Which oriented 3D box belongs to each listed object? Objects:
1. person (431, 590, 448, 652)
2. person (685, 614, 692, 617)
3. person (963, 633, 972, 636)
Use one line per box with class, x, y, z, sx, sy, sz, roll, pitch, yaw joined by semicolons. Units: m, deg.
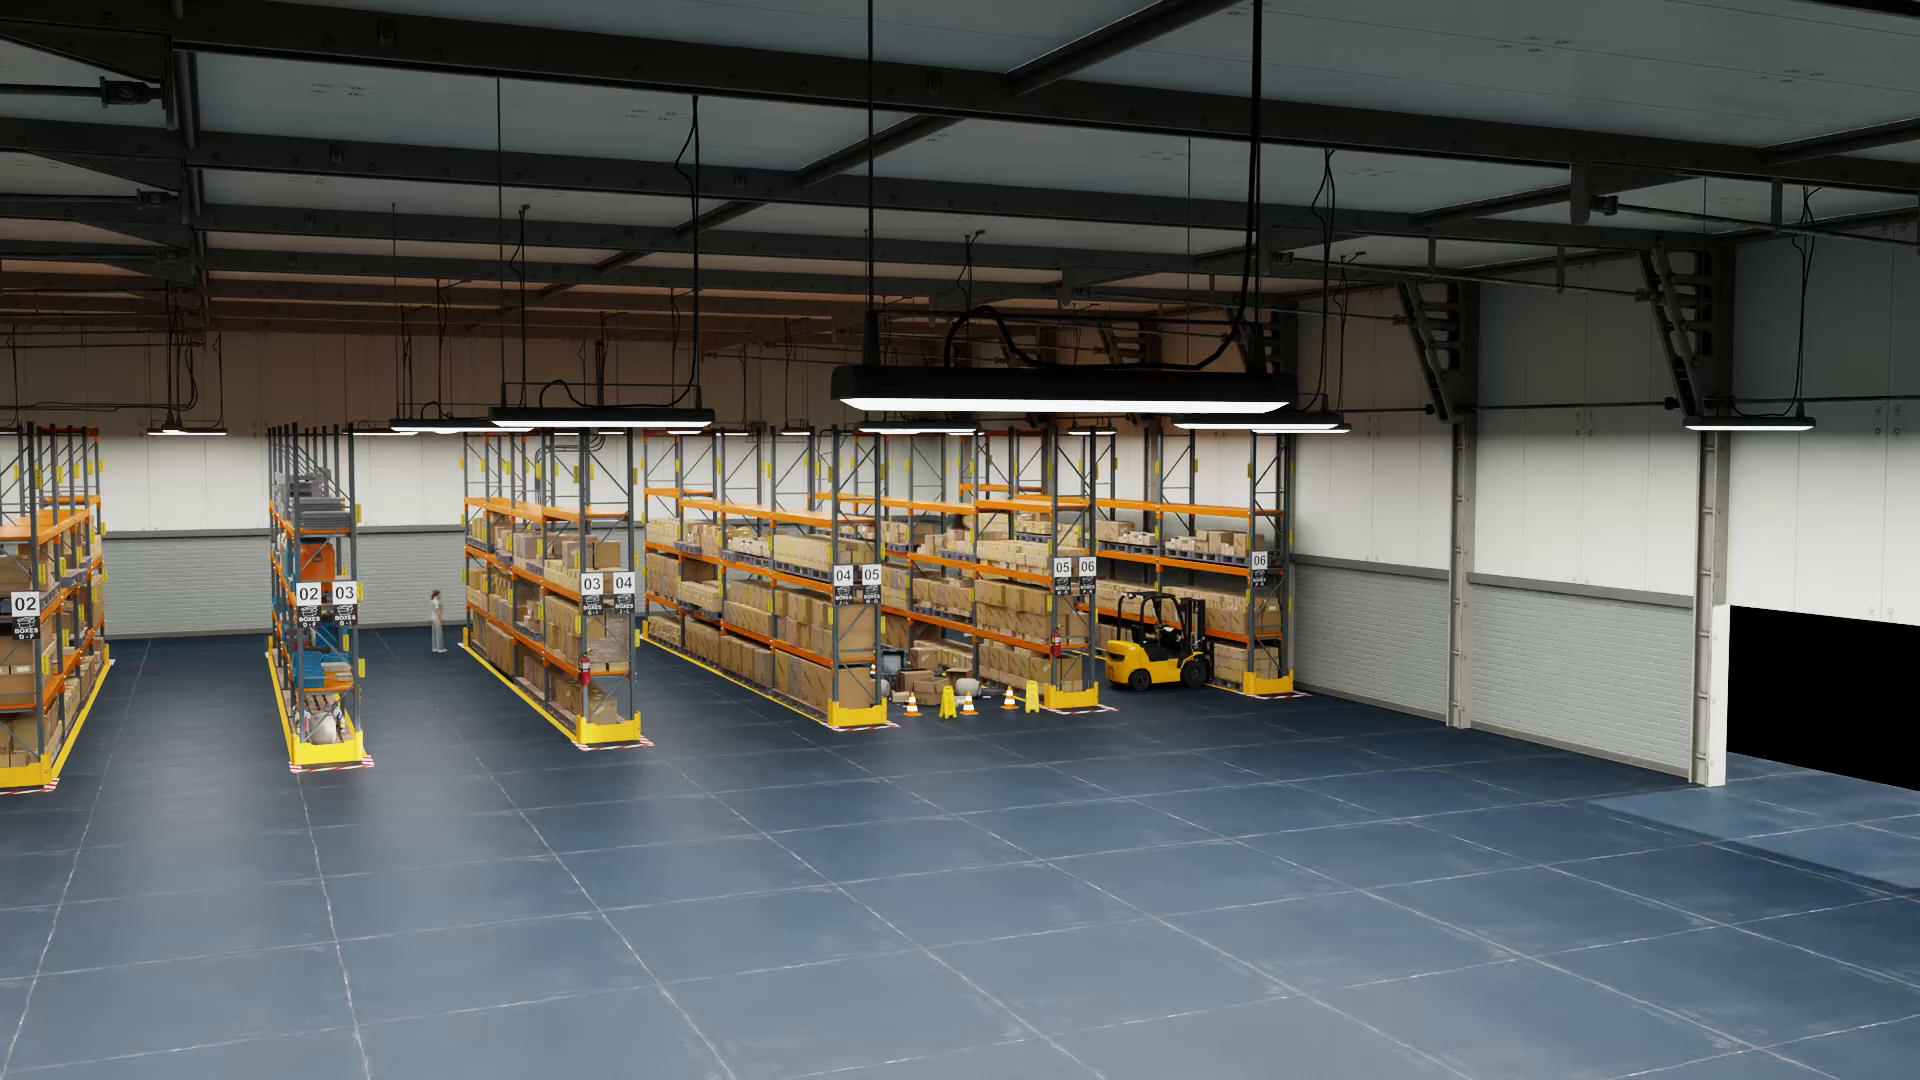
person;-13.930;2.159;44.474;0.402;1.676;0.495;-2;4;-29
person;-7.891;1.797;50.210;1.032;1.731;0.638;1;4;12
person;0.248;1.942;48.171;0.332;1.670;0.478;-3;5;-39
